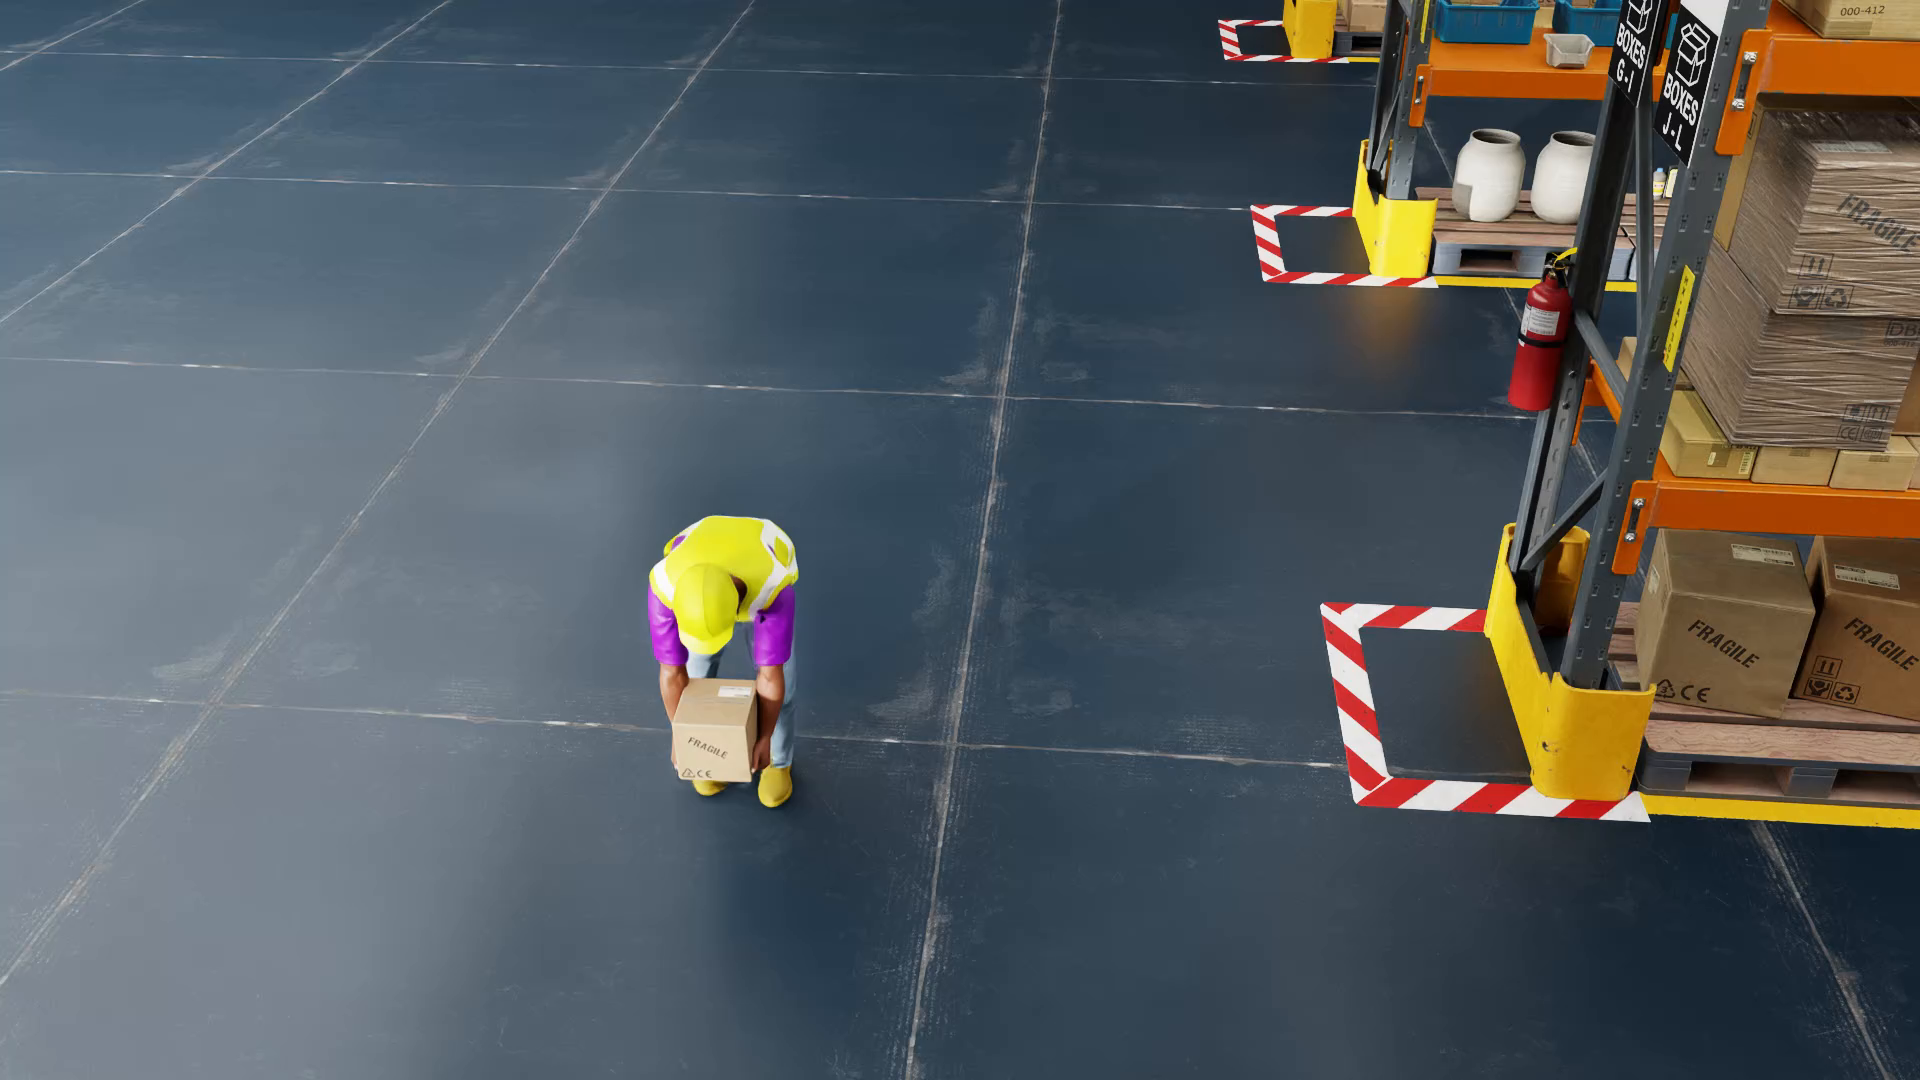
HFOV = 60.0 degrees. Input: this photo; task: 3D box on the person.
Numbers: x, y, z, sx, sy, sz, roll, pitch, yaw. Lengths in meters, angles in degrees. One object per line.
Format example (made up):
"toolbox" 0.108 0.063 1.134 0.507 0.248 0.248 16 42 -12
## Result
"person" -0.796 0.451 5.841 0.494 1.283 0.932 1 32 2
